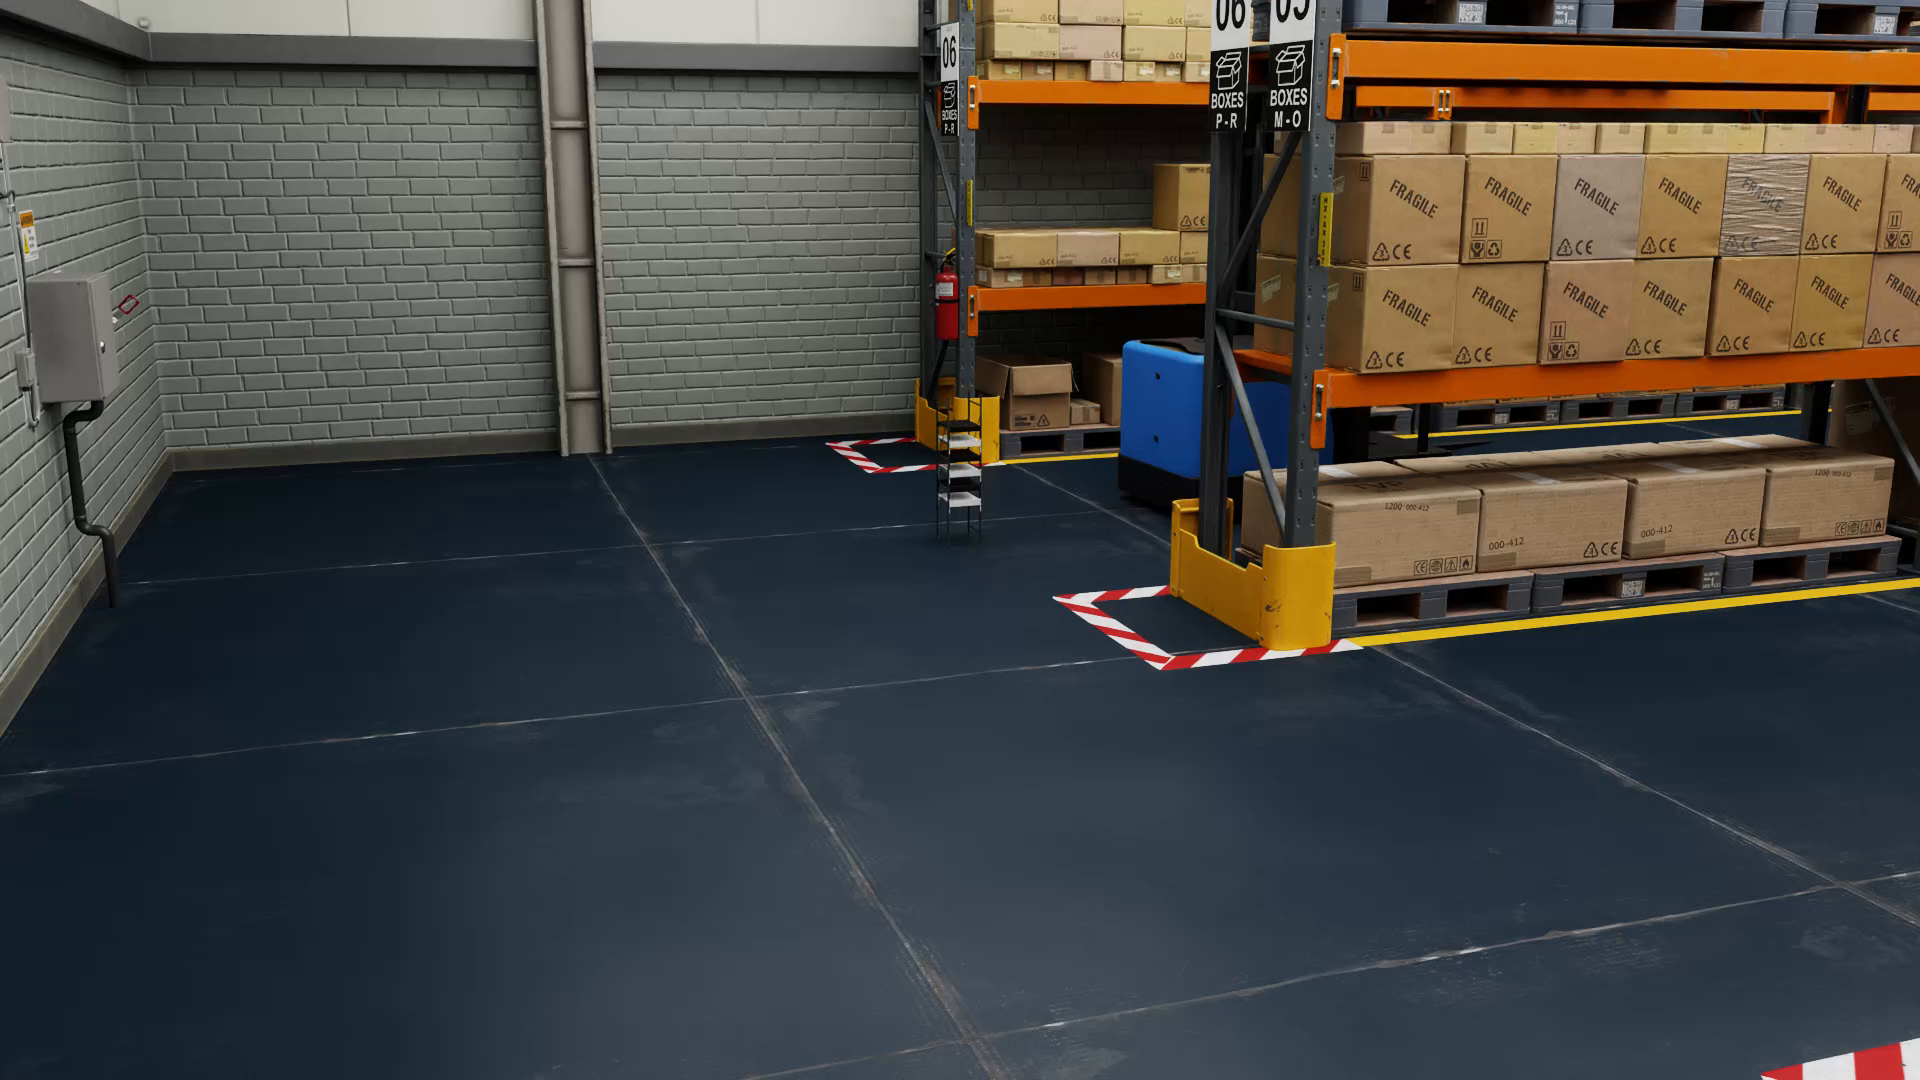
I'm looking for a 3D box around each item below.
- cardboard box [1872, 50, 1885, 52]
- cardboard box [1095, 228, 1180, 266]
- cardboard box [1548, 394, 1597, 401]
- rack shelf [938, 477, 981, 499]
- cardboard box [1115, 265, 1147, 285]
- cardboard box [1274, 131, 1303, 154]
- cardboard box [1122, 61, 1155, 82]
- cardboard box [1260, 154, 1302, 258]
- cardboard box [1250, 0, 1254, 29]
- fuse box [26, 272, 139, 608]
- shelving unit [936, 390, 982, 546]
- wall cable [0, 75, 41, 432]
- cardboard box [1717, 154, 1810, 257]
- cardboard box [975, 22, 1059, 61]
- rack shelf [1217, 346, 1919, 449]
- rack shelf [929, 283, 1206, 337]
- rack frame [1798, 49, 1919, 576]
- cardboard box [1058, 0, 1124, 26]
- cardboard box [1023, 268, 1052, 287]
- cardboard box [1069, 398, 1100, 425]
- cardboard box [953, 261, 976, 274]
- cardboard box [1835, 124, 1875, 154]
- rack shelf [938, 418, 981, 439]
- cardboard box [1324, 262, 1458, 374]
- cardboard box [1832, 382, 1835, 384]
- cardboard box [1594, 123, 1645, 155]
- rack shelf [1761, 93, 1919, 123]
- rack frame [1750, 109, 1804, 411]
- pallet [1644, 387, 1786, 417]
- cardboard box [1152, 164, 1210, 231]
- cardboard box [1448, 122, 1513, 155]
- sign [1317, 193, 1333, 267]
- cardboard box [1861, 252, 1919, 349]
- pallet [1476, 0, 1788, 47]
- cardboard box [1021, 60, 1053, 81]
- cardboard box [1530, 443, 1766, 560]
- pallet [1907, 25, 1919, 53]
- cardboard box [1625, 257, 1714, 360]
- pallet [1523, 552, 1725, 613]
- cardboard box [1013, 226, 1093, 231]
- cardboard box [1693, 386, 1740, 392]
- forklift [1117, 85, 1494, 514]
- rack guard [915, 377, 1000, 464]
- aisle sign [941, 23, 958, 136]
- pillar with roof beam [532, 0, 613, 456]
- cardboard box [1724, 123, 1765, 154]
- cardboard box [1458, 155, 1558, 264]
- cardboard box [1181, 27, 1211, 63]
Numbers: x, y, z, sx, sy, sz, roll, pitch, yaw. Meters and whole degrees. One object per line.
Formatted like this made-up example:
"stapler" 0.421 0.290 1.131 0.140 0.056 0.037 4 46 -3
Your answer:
"cardboard box" 7.905 -4.305 14.658 0.250 0.166 0.380 -4 14 -18
"cardboard box" 1.368 -2.278 12.920 0.500 0.250 0.500 -5 14 -19
"cardboard box" 5.193 -1.504 14.477 0.500 0.500 0.500 -5 14 -20
"rack shelf" -0.008 -0.317 10.065 0.200 0.077 0.258 -4 14 -18
"cardboard box" 1.268 -2.081 12.951 0.250 0.149 0.380 -4 14 -17
"cardboard box" 1.758 -1.989 8.246 0.250 0.149 0.380 -4 14 -17
"cardboard box" 1.275 -3.523 12.534 0.250 0.149 0.380 -4 14 -18
"cardboard box" 1.863 -1.691 8.394 0.500 0.500 0.500 -4 14 -16
"cardboard box" 2.324 -4.061 12.853 0.500 0.250 0.500 -4 14 -17
"fuse box" -4.387 -0.492 8.512 0.414 1.711 0.539 -4 14 -18
"shelving unit" -0.008 -0.437 10.036 0.210 0.900 0.258 -4 14 -18
"wall cable" -4.318 -1.452 7.568 0.122 1.984 0.588 -4 14 -18
"cardboard box" 3.951 -1.728 8.548 0.500 0.500 0.500 -4 14 -17
"cardboard box" 0.403 -3.661 12.249 0.500 0.250 0.500 -5 14 -19
"rack shelf" 3.377 -0.866 8.856 4.000 0.370 1.077 -4 14 -18
"rack shelf" 1.791 -1.954 13.432 4.000 0.370 1.077 -4 14 -18
"rack frame" 5.273 -1.364 9.393 0.127 3.000 1.000 -4 14 -18
"cardboard box" 0.884 -3.942 12.352 0.500 0.250 0.500 -5 14 -18
"cardboard box" 0.521 -2.028 12.727 0.250 0.149 0.380 -4 14 -17
"cardboard box" 0.920 -1.021 13.207 0.250 0.149 0.380 -5 14 -20
"cardboard box" 0.124 -2.118 13.107 0.250 0.149 0.380 -5 14 -19
"cardboard box" 4.559 -2.110 8.752 0.250 0.149 0.380 -4 14 -18
"rack shelf" -0.008 -0.667 9.981 0.200 0.077 0.258 -4 14 -18
"cardboard box" 2.028 -1.089 8.025 0.500 0.500 0.500 -5 14 -19
"cardboard box" 8.073 -1.839 15.617 0.625 0.625 0.875 -4 14 -16
"cardboard box" 3.141 -1.977 8.194 0.250 0.149 0.380 -4 14 -18
"rack shelf" 9.373 -4.004 15.567 4.000 0.370 1.077 -4 14 -18
"rack frame" 7.477 -2.747 15.210 0.127 3.000 1.000 -4 14 -18
"pallet" 6.758 -1.344 15.336 1.213 0.211 1.003 -4 14 -18
"cardboard box" 1.833 -2.678 12.982 0.500 0.500 0.500 -4 14 -17
"cardboard box" 2.415 -1.913 7.927 0.250 0.149 0.380 -4 14 -16
"sign" 1.653 -1.406 7.529 0.005 0.325 0.100 -4 14 -18
"cardboard box" 4.915 -1.322 9.002 0.500 0.500 0.500 -4 14 -18
"pallet" 3.340 -2.632 8.437 1.213 0.211 1.003 -4 14 -18
"cardboard box" 0.512 -3.491 12.400 0.250 0.149 0.380 -4 14 -17
"cardboard box" 3.795 -0.232 9.267 0.875 0.438 0.875 -5 14 -20
"pallet" 6.126 -2.808 9.398 1.217 0.209 0.805 -5 14 -20
"cardboard box" 3.456 -1.207 8.519 0.500 0.500 0.500 -4 14 -16
"pallet" 3.369 0.123 9.170 1.213 0.211 1.003 -4 14 -18
"cardboard box" 0.736 -2.358 13.257 0.500 0.250 0.500 -4 14 -18
"cardboard box" 6.668 -1.622 14.976 0.500 0.500 0.500 -5 14 -19
"forklift" 2.637 -1.743 11.138 3.031 2.935 1.130 -5 14 -22
"rack guard" -0.033 -0.946 13.041 0.348 0.500 1.175 -4 14 -18
"aisle sign" -0.076 -3.352 12.135 0.004 0.787 0.394 -4 14 -18
"pillar with roof beam" -1.575 -4.130 8.059 0.400 9.000 9.100 -4 14 -18
"cardboard box" 3.851 -2.041 8.463 0.250 0.149 0.380 -5 14 -19
"cardboard box" 2.515 -1.616 8.078 0.500 0.500 0.500 -5 14 -20
"cardboard box" 1.850 -3.781 12.755 0.500 0.250 0.500 -5 14 -19
